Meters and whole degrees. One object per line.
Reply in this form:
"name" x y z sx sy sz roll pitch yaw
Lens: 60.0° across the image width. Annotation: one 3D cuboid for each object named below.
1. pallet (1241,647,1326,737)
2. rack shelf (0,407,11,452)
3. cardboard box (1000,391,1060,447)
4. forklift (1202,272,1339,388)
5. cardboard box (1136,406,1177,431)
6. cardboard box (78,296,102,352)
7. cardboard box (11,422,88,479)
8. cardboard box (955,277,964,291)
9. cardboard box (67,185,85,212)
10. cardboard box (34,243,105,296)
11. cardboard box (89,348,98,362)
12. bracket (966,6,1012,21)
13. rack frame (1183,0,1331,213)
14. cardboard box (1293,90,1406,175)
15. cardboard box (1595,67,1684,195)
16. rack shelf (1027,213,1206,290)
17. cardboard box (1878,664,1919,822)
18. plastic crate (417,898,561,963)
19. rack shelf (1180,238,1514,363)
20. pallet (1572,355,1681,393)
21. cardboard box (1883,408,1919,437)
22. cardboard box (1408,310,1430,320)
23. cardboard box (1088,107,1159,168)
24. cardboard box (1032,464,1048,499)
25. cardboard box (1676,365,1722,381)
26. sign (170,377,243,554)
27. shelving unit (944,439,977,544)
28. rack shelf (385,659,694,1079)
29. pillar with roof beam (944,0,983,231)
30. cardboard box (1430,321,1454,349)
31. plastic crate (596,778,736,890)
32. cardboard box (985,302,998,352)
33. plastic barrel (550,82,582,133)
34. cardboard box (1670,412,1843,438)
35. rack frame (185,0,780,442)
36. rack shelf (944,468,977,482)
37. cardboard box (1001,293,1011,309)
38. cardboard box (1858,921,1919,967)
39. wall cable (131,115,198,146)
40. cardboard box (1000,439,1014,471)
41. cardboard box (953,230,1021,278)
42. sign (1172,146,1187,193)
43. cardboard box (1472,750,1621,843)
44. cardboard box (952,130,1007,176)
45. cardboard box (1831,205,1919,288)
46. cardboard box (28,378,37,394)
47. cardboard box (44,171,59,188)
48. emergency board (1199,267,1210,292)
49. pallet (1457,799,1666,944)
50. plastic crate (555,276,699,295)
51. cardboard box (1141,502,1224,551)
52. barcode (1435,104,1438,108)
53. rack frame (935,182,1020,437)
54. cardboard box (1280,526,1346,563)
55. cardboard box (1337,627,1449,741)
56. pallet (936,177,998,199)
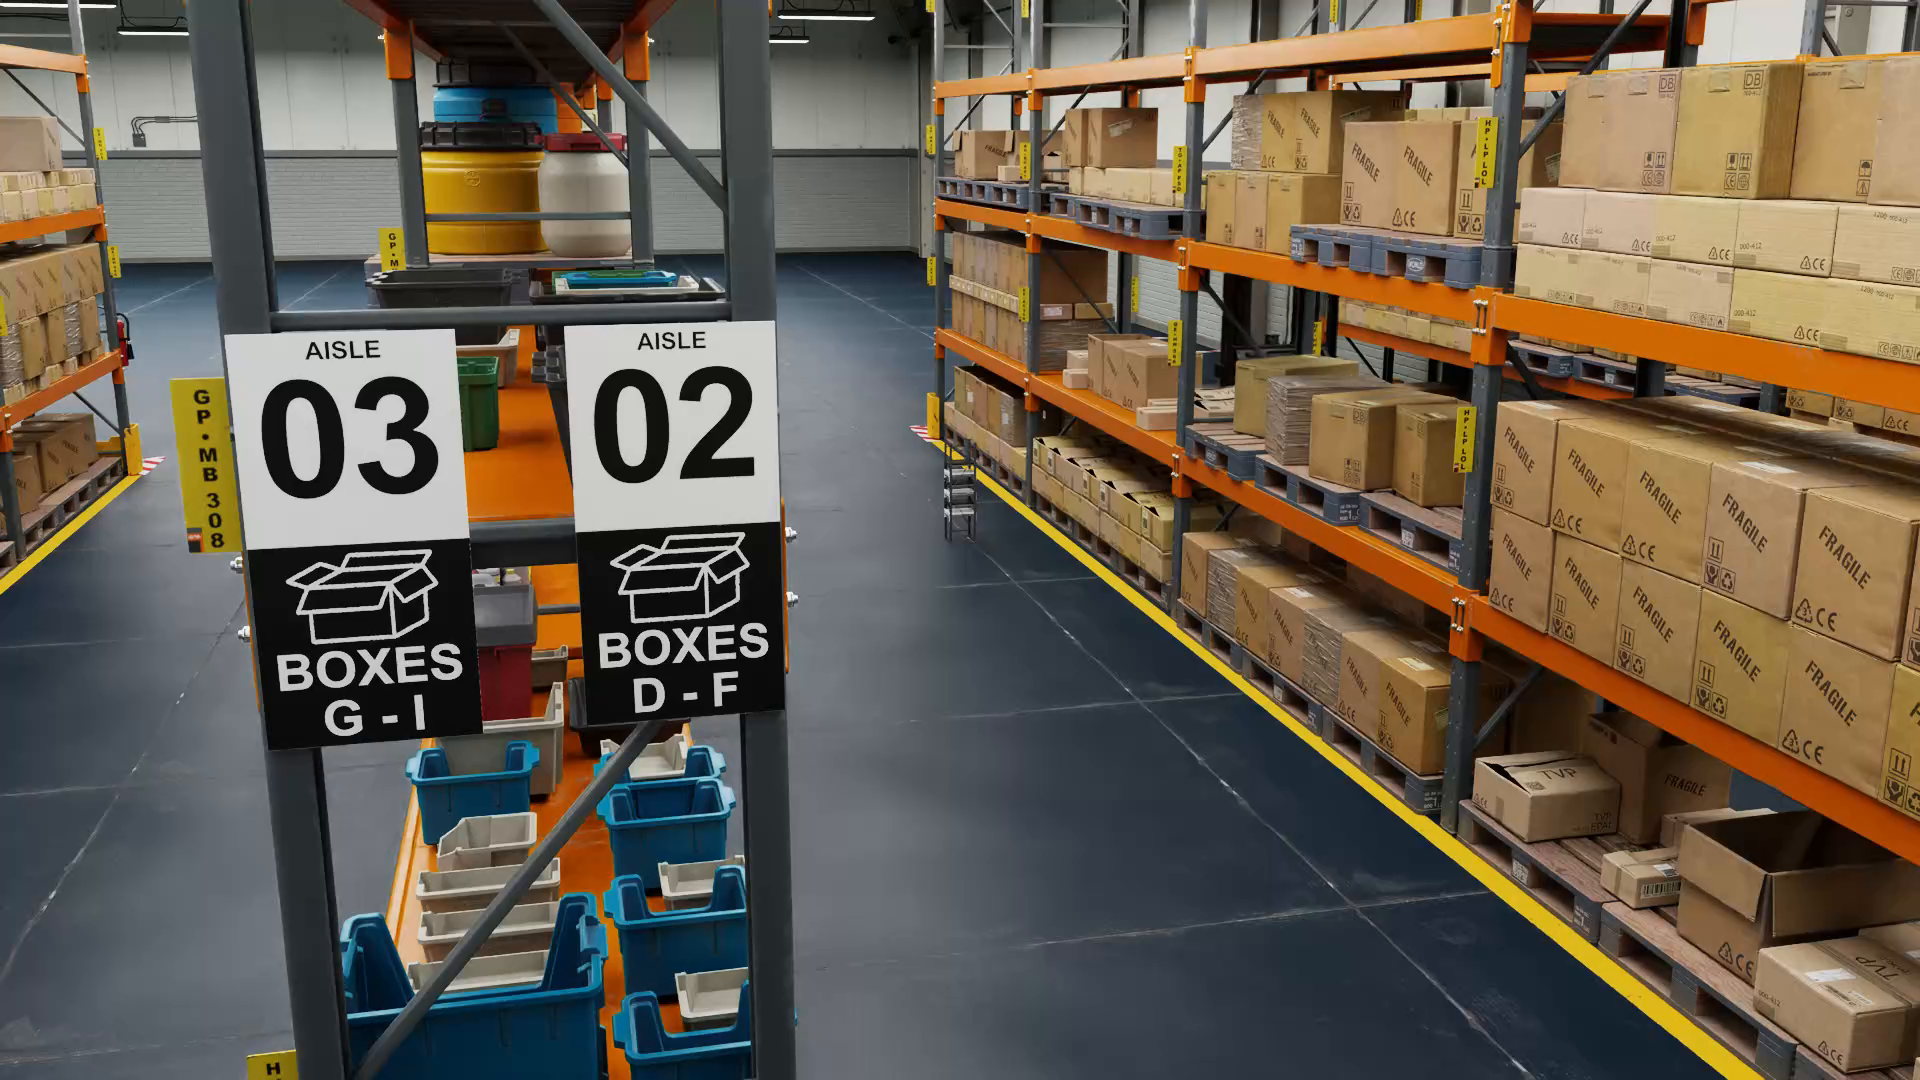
"pallet" 2.506 0.925 10.695 1.003 0.211 1.213 -3 14 -13
"rack shelf" -8.015 -0.445 11.945 1.077 0.370 4.000 -3 14 -13
"cardboard box" 0.717 -1.251 17.055 0.500 0.500 0.500 -3 14 -13
"forklift" 3.080 -1.618 15.373 1.130 2.935 3.031 -4 14 -15
"cardboard box" 1.605 -0.955 13.044 0.380 0.149 0.250 -3 14 -13
"cardboard box" -9.088 -2.135 16.508 0.875 0.500 0.500 -3 14 -13
"cardboard box" -9.121 -0.888 16.622 0.500 0.500 0.500 0 14 2
"cardboard box" 0.153 -2.931 19.025 0.380 0.149 0.250 -4 14 -15
"cardboard box" -8.944 -3.351 16.319 0.500 0.250 0.500 -3 14 -13
"cardboard box" -9.055 -2.745 16.896 0.500 0.500 0.500 -3 14 -13
"cardboard box" -8.990 -1.890 16.873 0.380 0.149 0.250 -3 14 -13
"bracket" 0.746 -12.383 39.069 0.076 0.066 4.783 -3 14 -13
"rack frame" 2.084 -3.799 11.516 1.000 3.000 0.127 -3 14 -13
"cardboard box" 2.420 -2.540 10.365 0.500 0.500 0.500 -3 14 -13
"cardboard box" 3.155 -1.720 7.009 0.700 0.500 0.500 -3 14 -13
"rack shelf" 1.615 -2.454 13.846 1.077 0.370 4.000 -3 14 -13
"cardboard box" 3.468 0.705 5.512 0.500 0.500 0.500 -3 14 -13
"plastic crate" -1.274 1.089 4.577 0.396 0.136 0.243 -3 14 -13
"rack shelf" 2.554 -1.531 10.069 1.077 0.370 4.000 -3 14 -13
"pallet" 6.394 -1.523 15.244 1.003 0.211 1.213 -3 14 -13
"cardboard box" 6.993 -1.002 11.829 0.500 0.500 0.500 -3 14 -13
"cardboard box" 5.317 -2.709 18.389 0.500 0.500 0.500 -4 14 -15
"cardboard box" 1.408 -3.485 14.404 0.500 0.500 0.500 -2 14 -8
"cardboard box" 0.999 -0.569 15.844 0.500 0.250 0.500 -4 14 -15
"cardboard box" 6.621 -1.659 14.260 0.700 0.500 0.500 -5 14 -18
"sign" -1.383 -0.136 3.063 0.100 0.325 0.005 -3 14 -13
"shelving unit" 0.002 -0.435 14.813 0.258 0.900 0.210 -3 14 -13
"rack shelf" -1.322 1.124 5.521 1.077 0.370 4.000 -3 14 -13
"pillar with roof beam" -3.796 -11.105 41.420 9.100 9.000 0.548 -3 14 -13
"cardboard box" 5.444 -2.229 18.004 0.500 0.250 0.500 -3 14 -13
"plastic crate" -0.900 0.909 5.111 0.416 0.233 0.300 -3 14 -13
"cardboard box" 0.669 -2.313 17.865 0.700 0.500 0.500 -3 14 -11
"plastic barrel" -2.601 -2.348 10.108 0.600 0.830 0.708 -3 14 -13
"cardboard box" 3.517 -0.276 7.419 0.500 0.500 0.500 -4 14 -14
"rack frame" -0.852 -1.678 2.835 1.000 3.000 0.127 -3 14 -13
"rack shelf" 0.002 -0.578 14.778 0.258 0.077 0.200 -3 14 -13
"cardboard box" 0.636 -2.457 17.085 0.380 0.149 0.250 -3 14 -13
"cardboard box" 3.876 1.711 6.470 0.500 0.250 0.500 -3 14 -13
"wall cable" -21.815 -13.904 45.712 2.305 6.003 0.169 -3 14 -13
"cardboard box" 0.716 -0.886 17.144 0.500 0.250 0.500 -3 14 -13
"cardboard box" 0.315 -3.288 19.122 0.700 0.500 0.500 -3 14 -13
"sign" 1.543 -2.602 11.682 0.100 0.325 0.005 -3 14 -13
"cardboard box" 2.912 1.239 8.272 0.500 0.311 0.500 -3 14 -13
"cardboard box" 0.336 -4.377 18.804 0.797 0.503 0.637 -2 14 -9
"cardboard box" 3.363 -1.001 5.648 0.500 0.250 0.500 -3 14 -13
"cardboard box" -8.443 -1.372 14.752 0.380 0.149 0.250 -3 14 -13
"cardboard box" -8.758 -3.410 15.719 0.380 0.149 0.250 -4 14 -16
"emergency board" 4.073 -4.850 28.460 0.194 1.169 0.643 -3 14 -13
"pallet" 3.184 1.551 8.133 1.003 0.211 1.213 -3 14 -13
"plastic crate" -1.073 -0.692 5.368 0.437 0.282 0.530 -3 14 -13
"cardboard box" 1.722 -0.132 12.876 0.500 0.311 0.500 -3 14 -12
"barcode" 5.673 -5.154 19.801 0.001 0.075 0.075 -3 14 -13
"rack frame" 0.205 -2.730 19.782 1.000 3.000 0.127 -3 14 -13
"cardboard box" 2.550 -0.033 11.501 0.500 0.250 0.500 -3 14 -11
"cardboard box" 2.521 0.826 9.564 0.500 0.500 0.500 -3 14 -13
"pallet" 0.346 -3.980 18.763 1.003 0.211 1.213 -3 14 -13
